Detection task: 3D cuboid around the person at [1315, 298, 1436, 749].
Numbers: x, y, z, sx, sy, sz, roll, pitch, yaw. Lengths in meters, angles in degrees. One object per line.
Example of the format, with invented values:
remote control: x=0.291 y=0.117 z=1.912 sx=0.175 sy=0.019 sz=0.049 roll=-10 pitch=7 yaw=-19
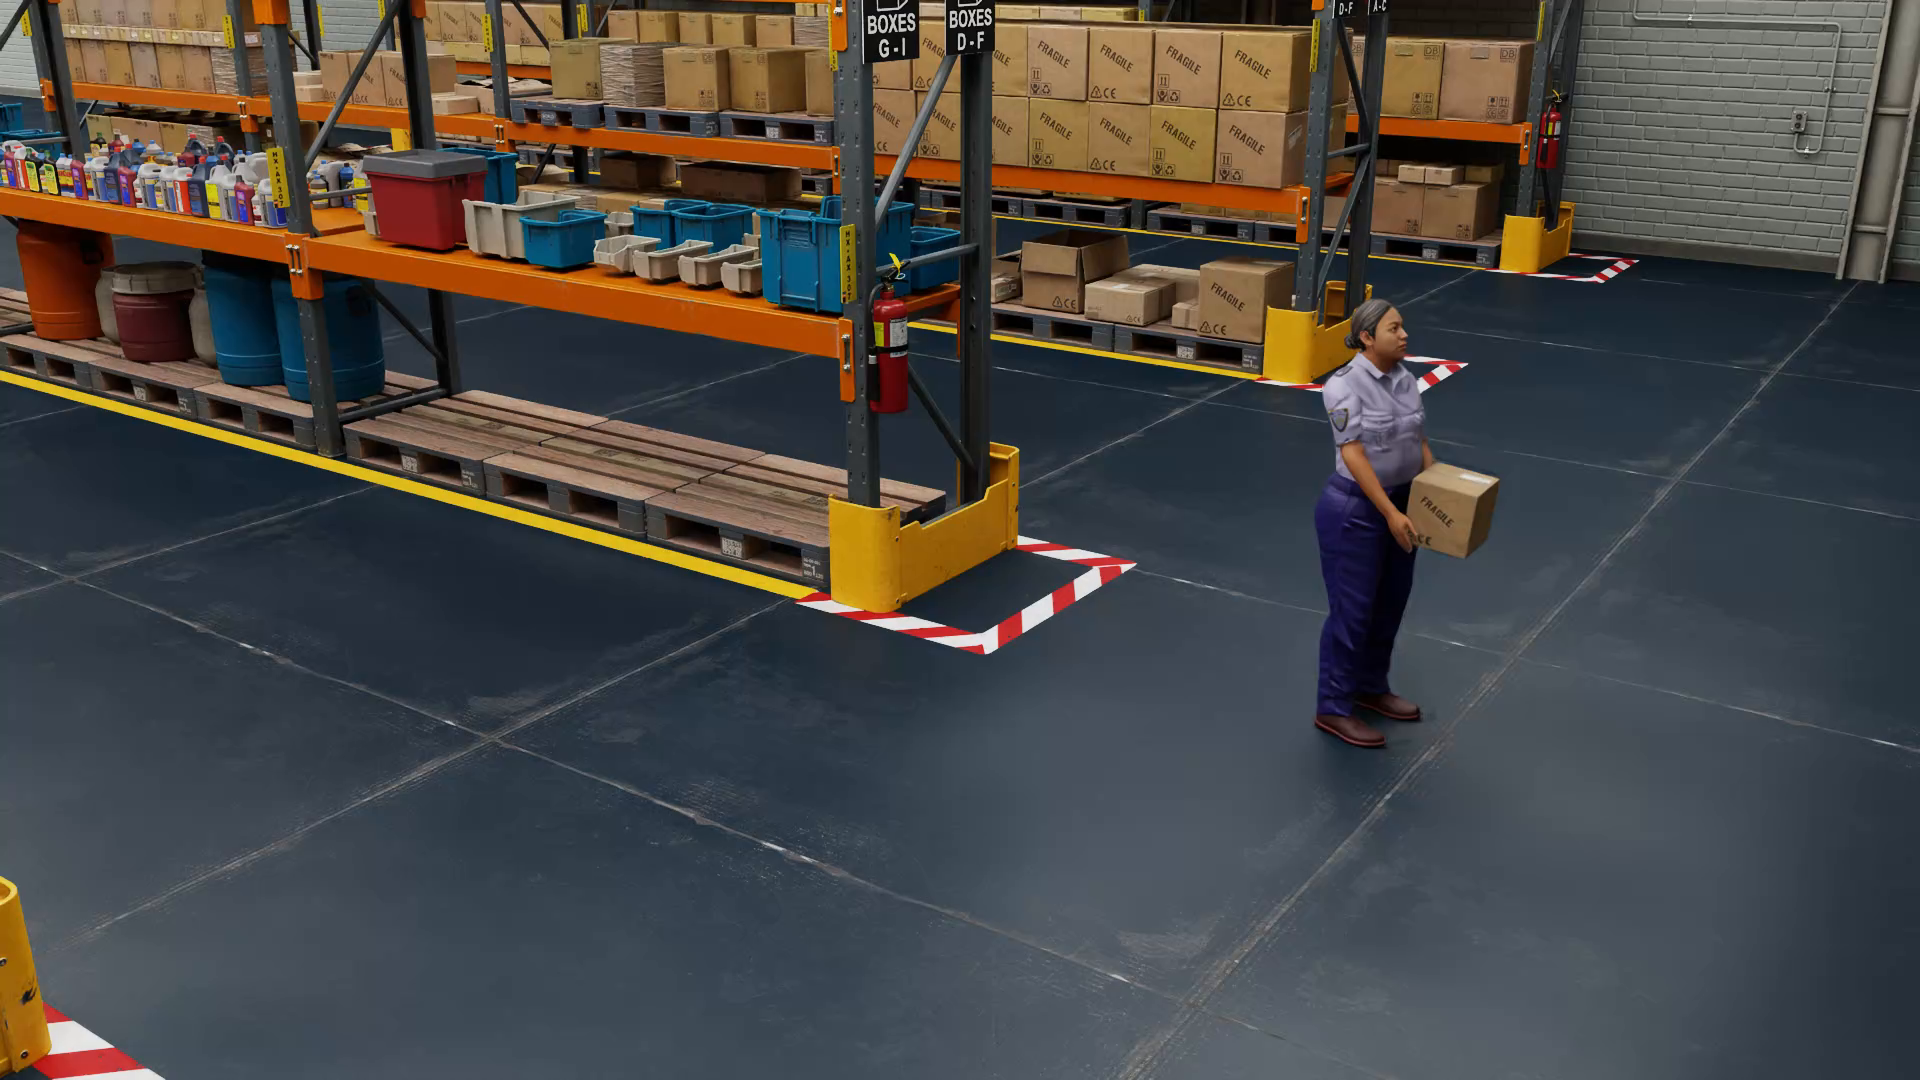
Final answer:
person: x=1.606 y=-0.071 z=6.285 sx=0.483 sy=1.649 sz=0.486 roll=-15 pitch=25 yaw=-35
